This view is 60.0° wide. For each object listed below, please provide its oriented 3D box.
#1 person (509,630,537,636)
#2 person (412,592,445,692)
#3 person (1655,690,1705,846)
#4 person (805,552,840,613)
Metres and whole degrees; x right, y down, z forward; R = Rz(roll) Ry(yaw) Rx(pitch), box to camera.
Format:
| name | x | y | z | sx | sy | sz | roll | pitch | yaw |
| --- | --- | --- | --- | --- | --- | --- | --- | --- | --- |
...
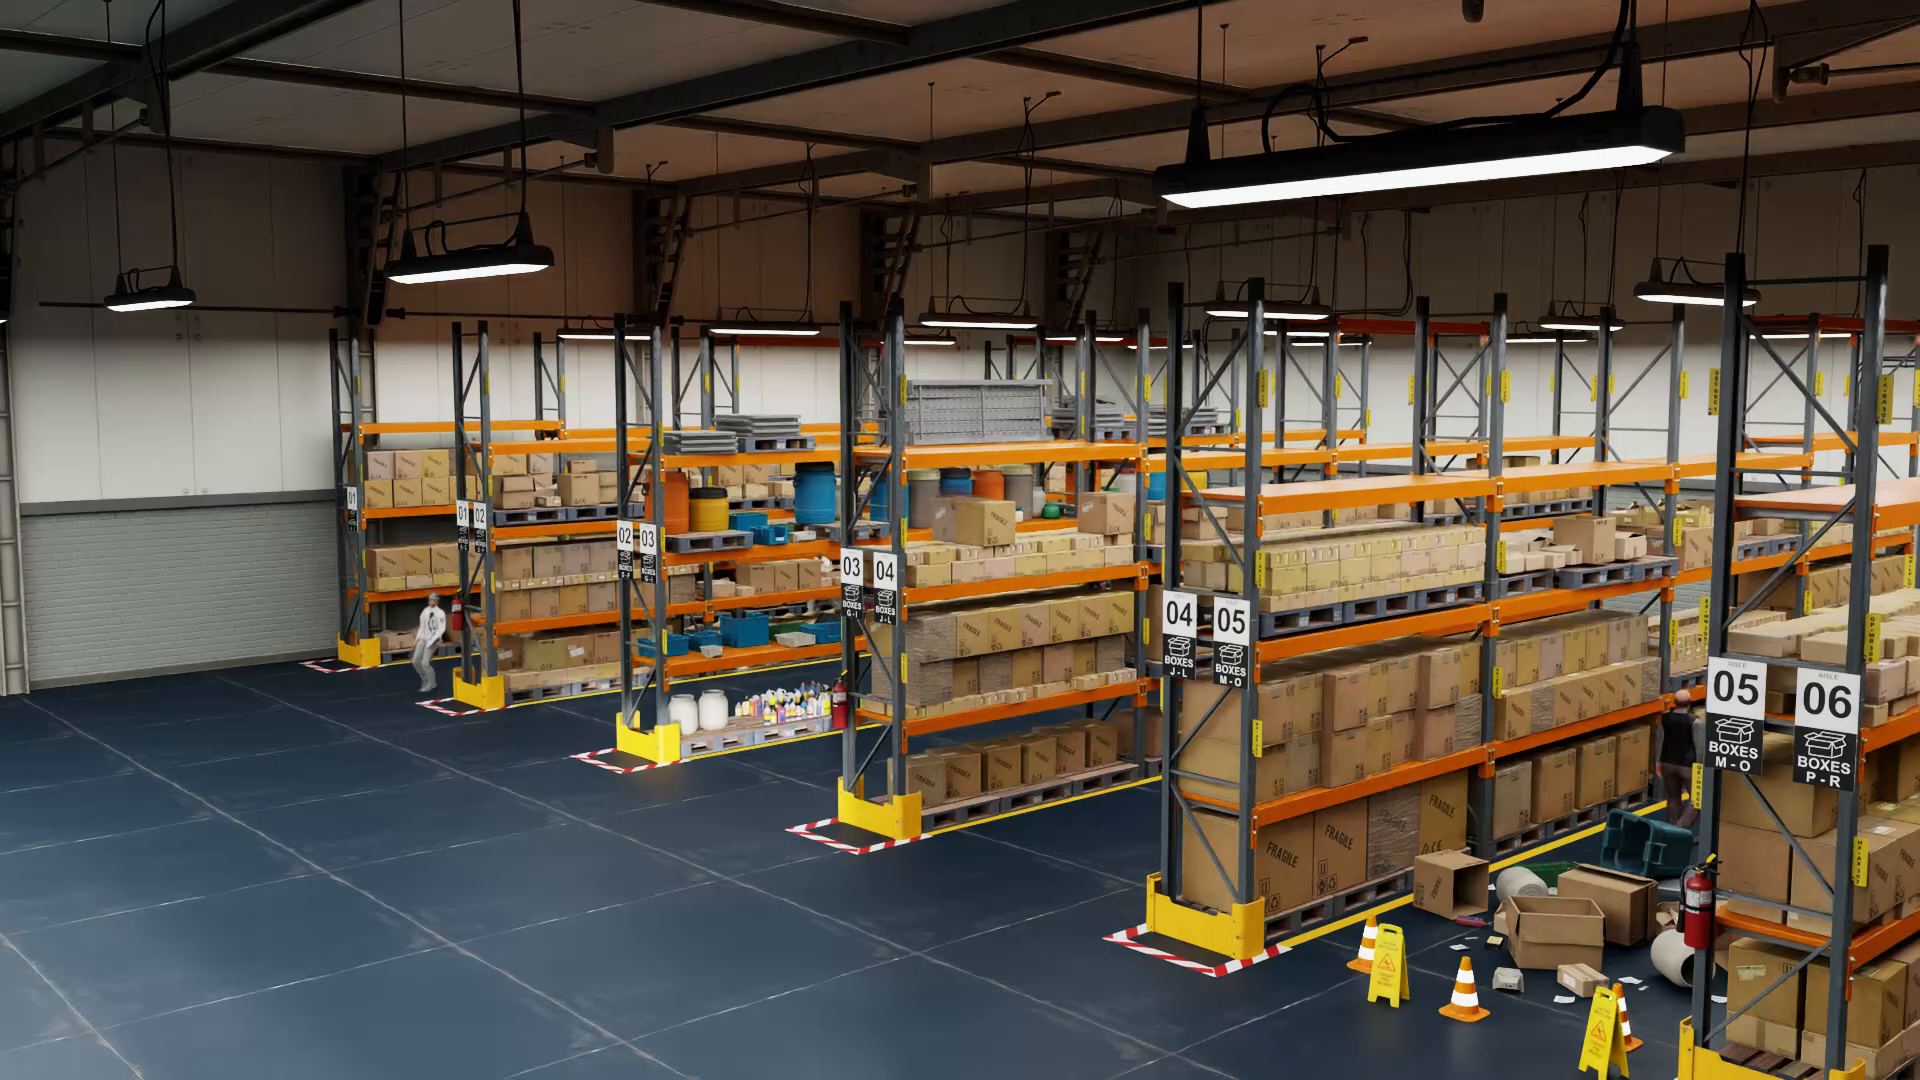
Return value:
| name | x | y | z | sx | sy | sz | roll | pitch | yaw |
| --- | --- | --- | --- | --- | --- | --- | --- | --- | --- |
| person | -7.871 | 1.329 | 29.919 | 0.635 | 1.760 | 0.977 | 2 | 6 | 17 |
| person | -8.725 | 1.684 | 27.297 | 0.602 | 1.691 | 0.480 | 4 | 7 | 32 |
| person | 7.935 | 2.509 | 18.326 | 0.519 | 1.718 | 0.563 | -5 | 8 | -42 |
| person | -2.927 | 0.915 | 34.745 | 0.565 | 1.600 | 1.064 | 5 | 7 | 40 |
